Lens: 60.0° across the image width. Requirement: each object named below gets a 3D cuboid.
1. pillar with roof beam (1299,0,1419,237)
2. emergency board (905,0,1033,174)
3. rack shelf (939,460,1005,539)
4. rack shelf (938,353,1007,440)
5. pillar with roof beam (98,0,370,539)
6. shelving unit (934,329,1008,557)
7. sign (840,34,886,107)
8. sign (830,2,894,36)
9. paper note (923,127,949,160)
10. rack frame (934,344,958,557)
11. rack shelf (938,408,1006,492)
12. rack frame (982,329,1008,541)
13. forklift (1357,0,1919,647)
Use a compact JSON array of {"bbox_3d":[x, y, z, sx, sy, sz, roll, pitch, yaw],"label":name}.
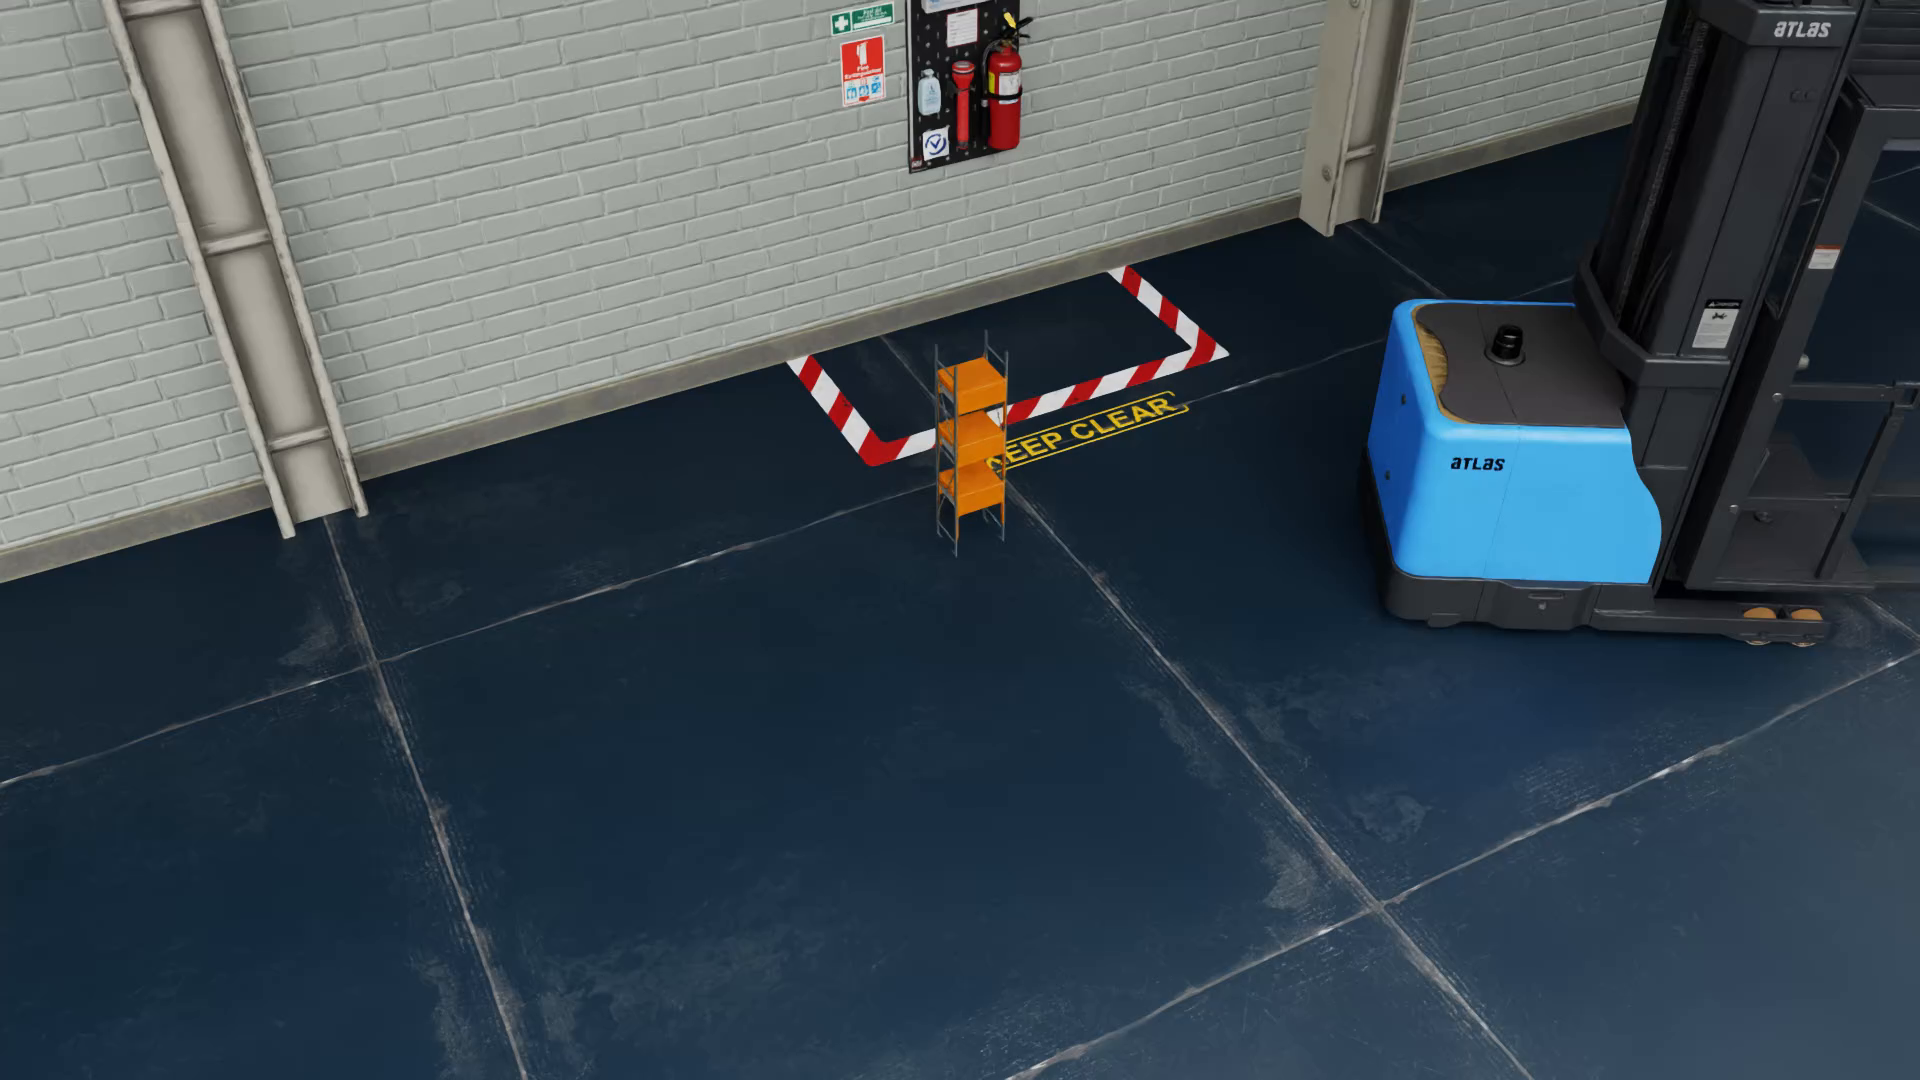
[{"bbox_3d":[4.265,-2.910,4.212,0.400,9.000,9.100,-19,44,-21],"label":"pillar with roof beam"},{"bbox_3d":[0.067,-2.372,8.219,0.643,1.169,0.194,-19,44,-21],"label":"emergency board"},{"bbox_3d":[0.047,-0.196,7.605,0.240,0.259,0.215,-19,44,-21],"label":"rack shelf"},{"bbox_3d":[0.047,-0.625,7.242,0.240,0.259,0.215,-19,44,-21],"label":"rack shelf"},{"bbox_3d":[-1.056,-1.120,2.097,0.400,9.000,9.100,-19,44,-21],"label":"pillar with roof beam"},{"bbox_3d":[0.047,-0.417,7.419,0.252,1.050,0.215,-19,44,-21],"label":"shelving unit"},{"bbox_3d":[-0.471,-2.279,8.082,0.234,0.329,0.001,-19,44,-21],"label":"sign"},{"bbox_3d":[-0.463,-2.478,7.907,0.331,0.109,0.001,-19,44,-21],"label":"sign"},{"bbox_3d":[-0.122,-2.022,8.488,0.142,0.148,0.016,-19,44,-21],"label":"paper note"},{"bbox_3d":[-0.061,-0.380,7.376,0.008,1.050,0.200,-19,44,-21],"label":"rack frame"},{"bbox_3d":[0.047,-0.409,7.425,0.240,0.259,0.215,-19,44,-21],"label":"rack shelf"},{"bbox_3d":[0.156,-0.453,7.462,0.008,1.050,0.200,-19,44,-21],"label":"rack frame"},{"bbox_3d":[3.388,-1.012,6.666,3.031,2.935,1.130,2,40,2],"label":"forklift"}]
